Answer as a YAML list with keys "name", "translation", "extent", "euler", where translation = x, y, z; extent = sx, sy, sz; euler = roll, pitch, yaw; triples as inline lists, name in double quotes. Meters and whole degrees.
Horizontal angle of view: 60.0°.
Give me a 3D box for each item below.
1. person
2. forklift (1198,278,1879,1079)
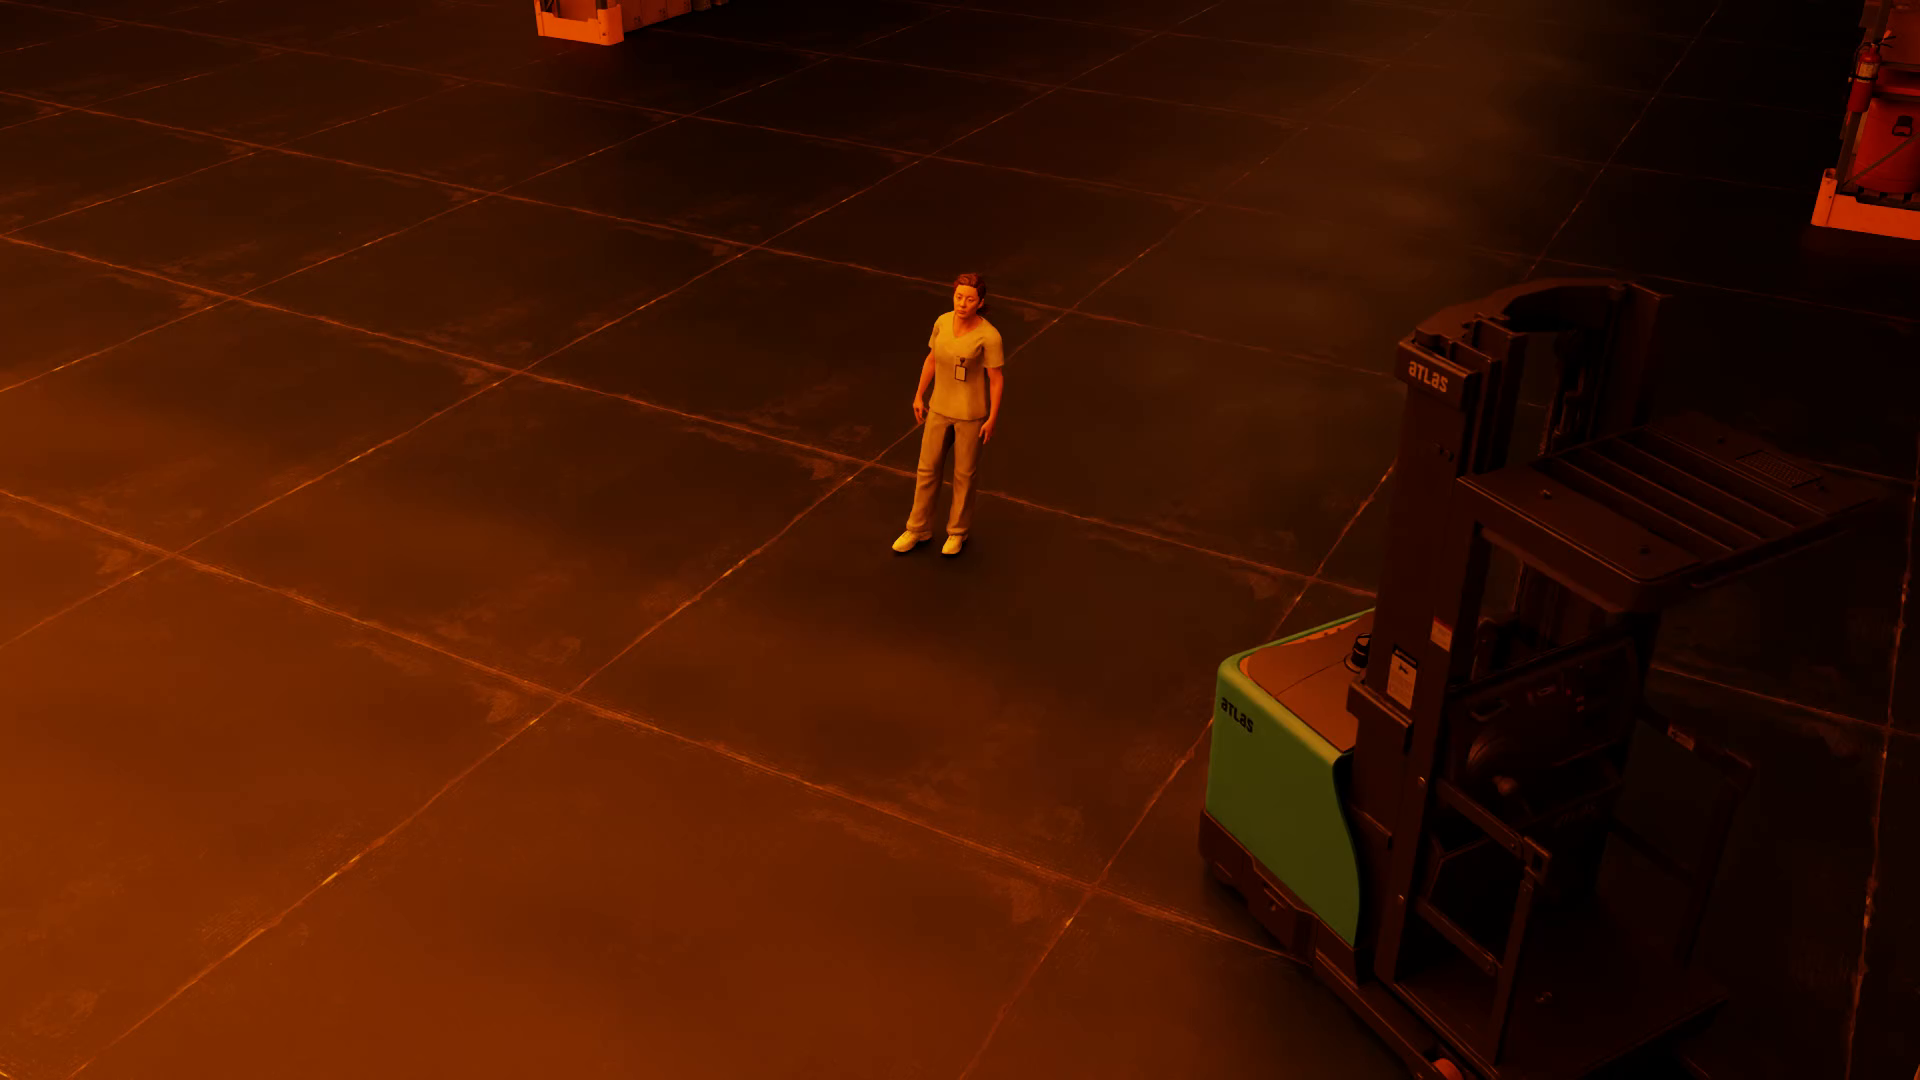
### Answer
- name: "person"
  translation: [-0.047, -0.703, 9.530]
  extent: [0.550, 1.675, 0.549]
  euler: [15, 33, 25]
- name: "forklift"
  translation: [2.224, 0.689, 5.877]
  extent: [1.130, 2.935, 3.031]
  euler: [-16, 33, -25]
